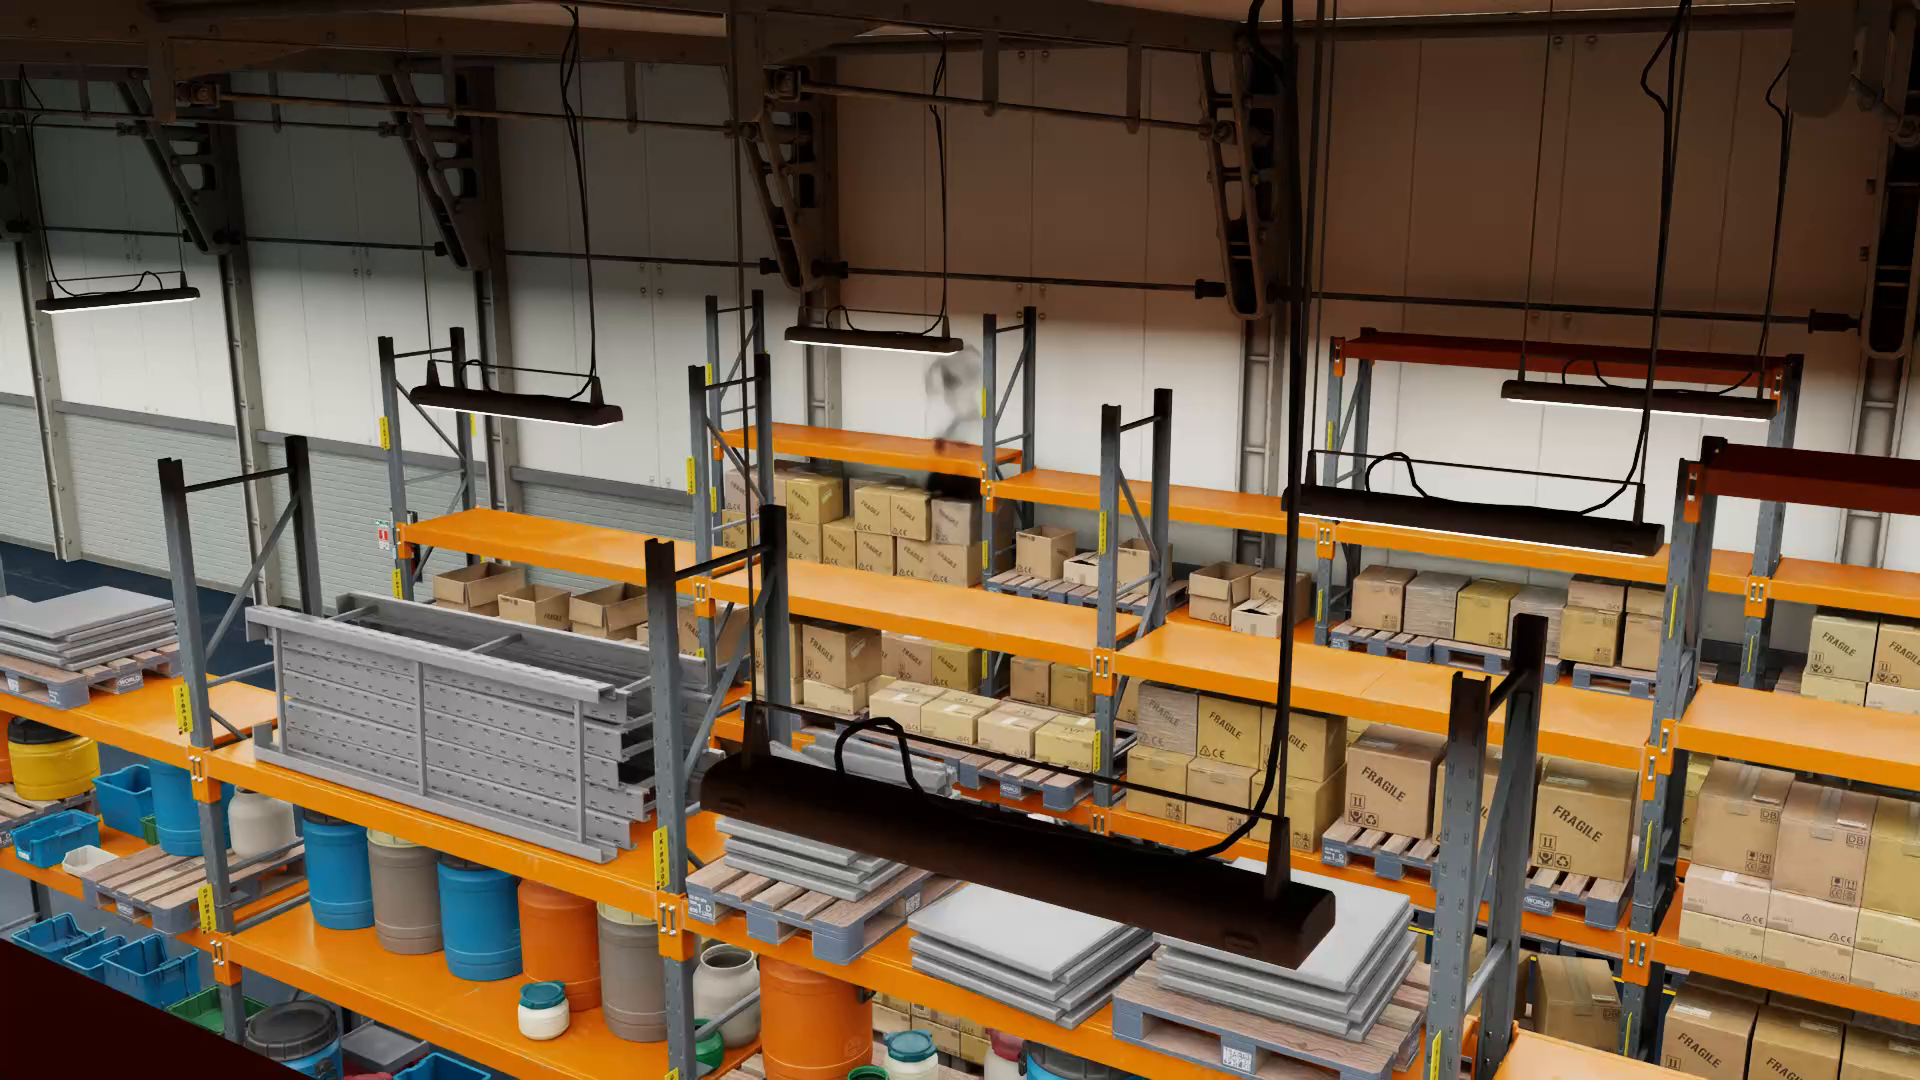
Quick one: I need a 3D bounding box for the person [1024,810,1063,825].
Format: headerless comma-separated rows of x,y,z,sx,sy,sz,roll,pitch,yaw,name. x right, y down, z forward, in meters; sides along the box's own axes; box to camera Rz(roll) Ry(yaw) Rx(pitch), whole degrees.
0.740,3.250,16.511,0.778,1.759,0.681,8,16,31,person
